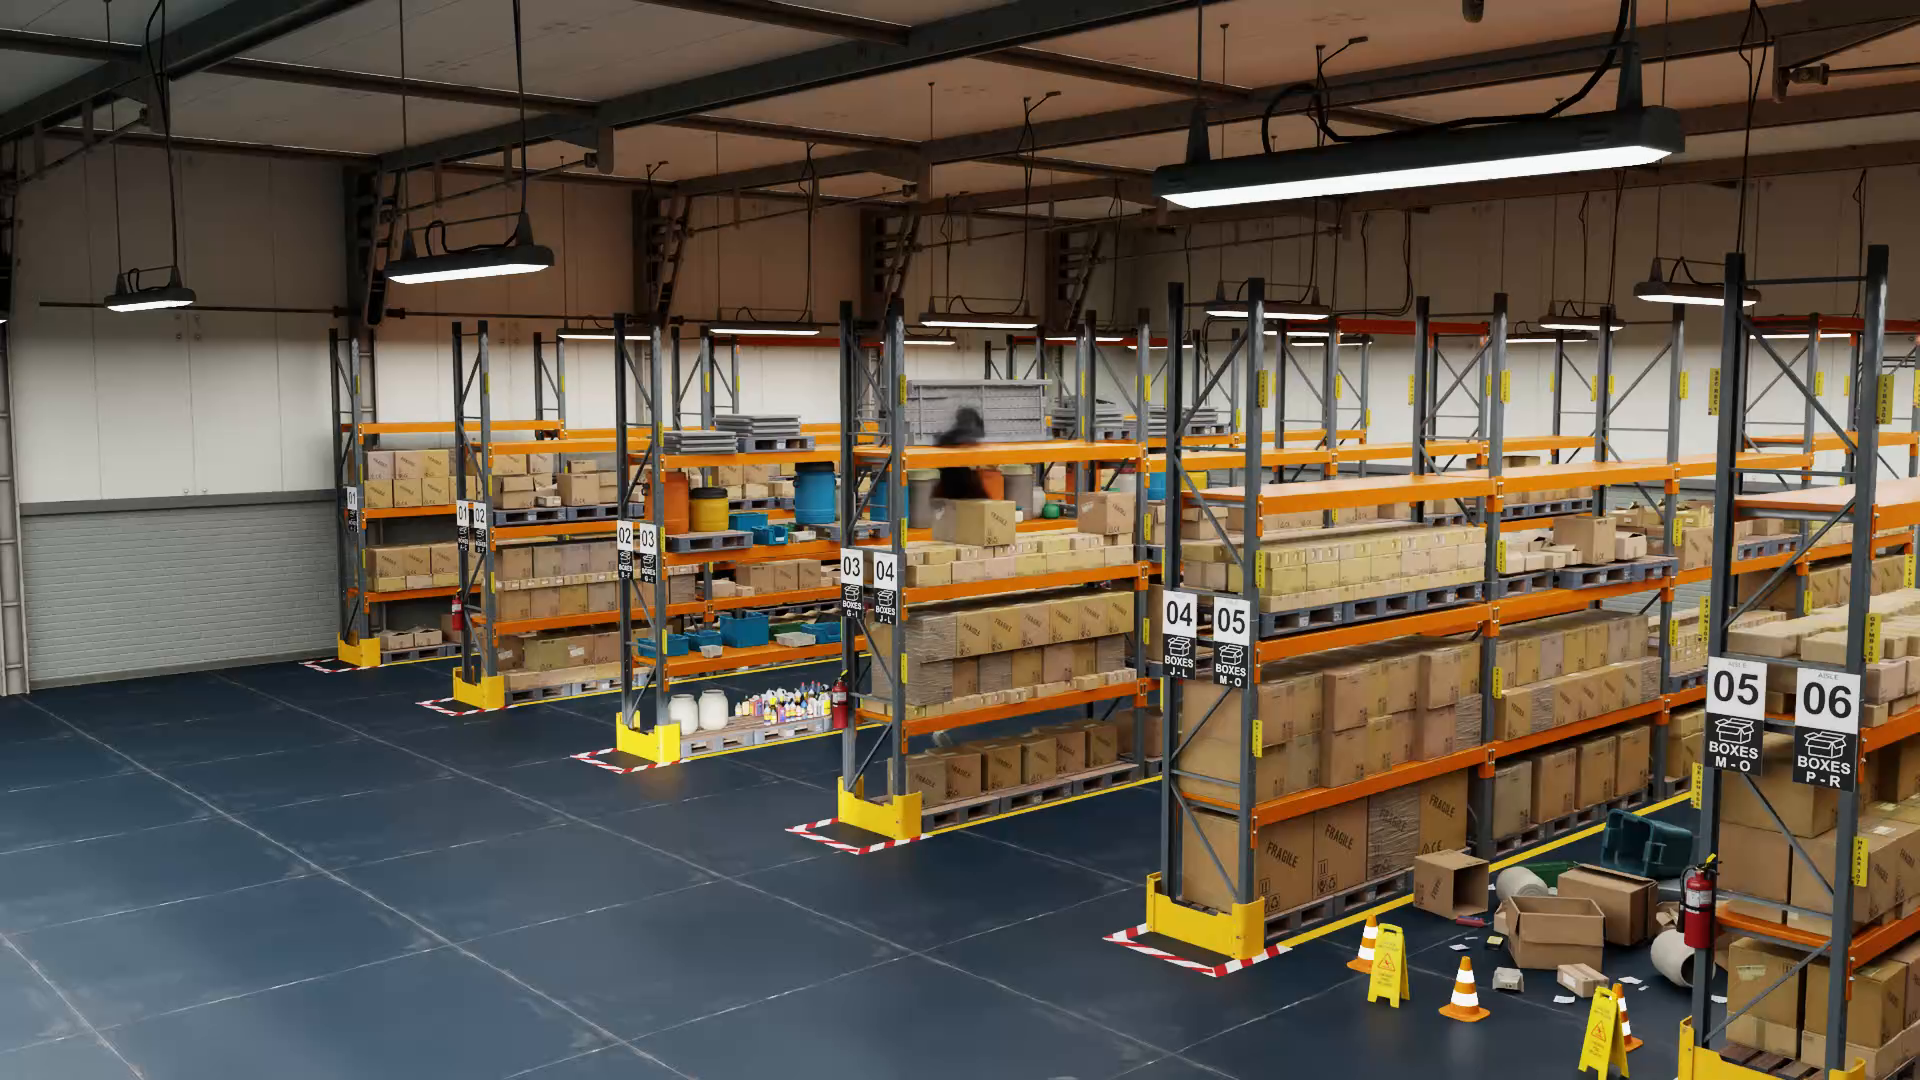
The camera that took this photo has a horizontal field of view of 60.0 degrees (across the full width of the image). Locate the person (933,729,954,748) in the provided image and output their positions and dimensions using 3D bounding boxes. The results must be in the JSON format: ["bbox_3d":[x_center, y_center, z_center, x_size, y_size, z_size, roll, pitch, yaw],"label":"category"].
[{"bbox_3d":[-0.228,2.203,21.626,0.544,1.629,0.605,5,8,43],"label":"person"}]
